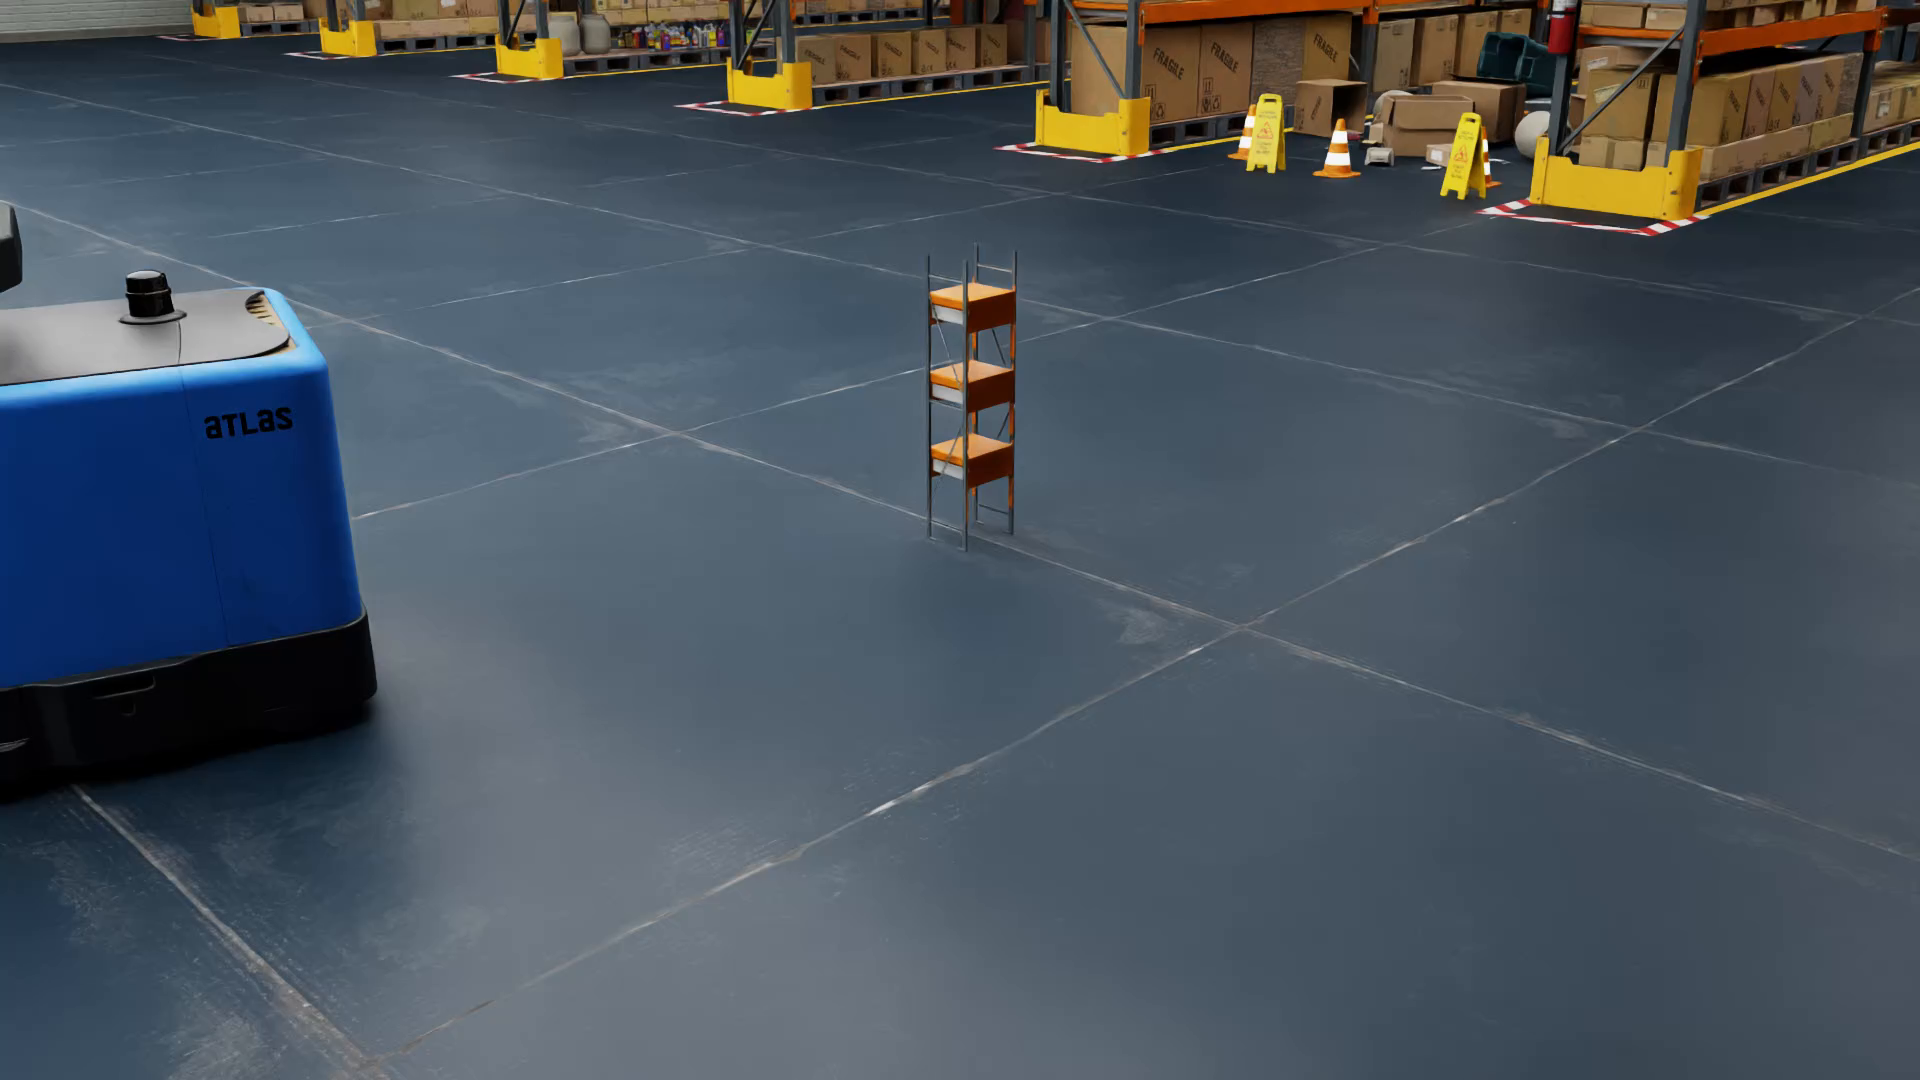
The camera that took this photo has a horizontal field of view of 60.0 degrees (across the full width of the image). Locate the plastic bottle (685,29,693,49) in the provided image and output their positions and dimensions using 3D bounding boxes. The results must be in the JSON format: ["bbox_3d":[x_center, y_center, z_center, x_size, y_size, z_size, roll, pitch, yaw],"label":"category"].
[{"bbox_3d":[-3.841,-7.097,23.549,0.097,0.271,0.097,0,21,0],"label":"plastic bottle"}]

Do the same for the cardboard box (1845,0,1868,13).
[{"bbox_3d":[7.485,-4.578,14.154,0.250,0.149,0.380,-19,28,-41],"label":"cardboard box"}]

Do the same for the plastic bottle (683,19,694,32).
[{"bbox_3d":[-3.981,-7.456,24.372,0.144,0.351,0.185,18,27,38],"label":"plastic bottle"}]

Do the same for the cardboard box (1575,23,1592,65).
[{"bbox_3d":[7.858,-6.438,21.543,0.500,0.500,0.500,20,28,41],"label":"cardboard box"}]

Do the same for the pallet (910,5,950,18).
[{"bbox_3d":[-0.474,-10.811,33.909,1.003,0.211,1.213,19,28,41],"label":"pallet"}]

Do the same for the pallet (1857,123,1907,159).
[{"bbox_3d":[8.202,-3.819,15.716,1.003,0.211,1.213,19,28,41],"label":"pallet"}]

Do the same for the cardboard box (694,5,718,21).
[{"bbox_3d":[-4.647,-9.363,29.501,0.500,0.250,0.500,-19,28,-41],"label":"cardboard box"}]

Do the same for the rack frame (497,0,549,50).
[{"bbox_3d":[-5.779,-7.612,21.697,1.000,3.000,0.127,19,28,41],"label":"rack frame"}]

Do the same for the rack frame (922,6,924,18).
[{"bbox_3d":[-0.954,-11.937,32.950,1.000,3.000,0.127,19,28,41],"label":"rack frame"}]

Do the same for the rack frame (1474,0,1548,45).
[{"bbox_3d":[6.834,-7.161,20.524,1.000,3.000,0.127,19,28,41],"label":"rack frame"}]

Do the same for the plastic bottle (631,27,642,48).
[{"bbox_3d":[-4.617,-7.185,23.771,0.152,0.276,0.135,20,28,41],"label":"plastic bottle"}]

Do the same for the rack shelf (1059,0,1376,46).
[{"bbox_3d":[2.648,-5.283,16.641,1.077,0.370,4.000,19,28,41],"label":"rack shelf"}]

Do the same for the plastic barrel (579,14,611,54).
[{"bbox_3d":[-5.025,-6.963,22.893,0.421,0.512,0.421,0,21,0],"label":"plastic barrel"}]

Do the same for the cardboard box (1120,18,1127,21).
[{"bbox_3d":[2.129,-6.996,22.967,0.500,0.500,0.700,-17,27,-38],"label":"cardboard box"}]

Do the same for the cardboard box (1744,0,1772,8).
[{"bbox_3d":[5.758,-4.263,12.432,0.500,0.500,0.500,-19,28,-40],"label":"cardboard box"}]

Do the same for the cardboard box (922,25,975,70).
[{"bbox_3d":[-0.142,-6.187,20.890,0.500,0.500,0.500,-11,23,-25],"label":"cardboard box"}]

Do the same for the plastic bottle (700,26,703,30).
[{"bbox_3d":[-3.682,-7.226,23.867,0.061,0.283,0.133,19,28,41],"label":"plastic bottle"}]

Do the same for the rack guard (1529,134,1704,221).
[{"bbox_3d":[4.923,-2.744,12.518,1.175,0.500,0.348,19,28,41],"label":"rack guard"}]

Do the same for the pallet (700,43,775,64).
[{"bbox_3d":[-3.487,-7.176,24.450,1.003,0.211,1.213,19,28,41],"label":"pallet"}]

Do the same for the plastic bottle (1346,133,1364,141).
[{"bbox_3d":[3.807,-3.942,16.246,0.283,0.061,0.133,9,23,23],"label":"plastic bottle"}]

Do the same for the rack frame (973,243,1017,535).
[{"bbox_3d":[0.122,-0.535,6.004,0.200,1.050,0.008,19,28,41],"label":"rack frame"}]

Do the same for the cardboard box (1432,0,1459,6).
[{"bbox_3d":[7.907,-9.271,28.389,0.875,0.875,0.875,19,28,41],"label":"cardboard box"}]

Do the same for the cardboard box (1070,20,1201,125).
[{"bbox_3d":[1.678,-4.500,15.977,0.875,0.875,0.875,19,28,41],"label":"cardboard box"}]

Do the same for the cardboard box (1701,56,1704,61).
[{"bbox_3d":[5.813,-3.970,13.522,0.250,0.149,0.380,-19,28,-40],"label":"cardboard box"}]

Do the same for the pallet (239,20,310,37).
[{"bbox_3d":[-12.232,-9.009,29.219,1.003,0.211,1.213,19,28,41],"label":"pallet"}]

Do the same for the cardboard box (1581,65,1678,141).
[{"bbox_3d":[5.242,-3.425,13.008,0.500,0.500,0.500,19,28,41],"label":"cardboard box"}]

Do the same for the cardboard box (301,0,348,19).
[{"bbox_3d":[-11.385,-9.608,29.761,0.700,0.500,0.500,17,27,37],"label":"cardboard box"}]

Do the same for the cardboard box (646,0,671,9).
[{"bbox_3d":[-5.355,-9.359,28.710,0.500,0.311,0.500,18,27,39],"label":"cardboard box"}]

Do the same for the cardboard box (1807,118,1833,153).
[{"bbox_3d":[7.076,-3.474,14.179,0.500,0.250,0.500,18,28,39],"label":"cardboard box"}]

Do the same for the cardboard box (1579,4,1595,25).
[{"bbox_3d":[7.842,-6.787,21.406,0.500,0.250,0.500,19,28,40],"label":"cardboard box"}]

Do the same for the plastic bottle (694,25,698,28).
[{"bbox_3d":[-3.864,-7.400,24.337,0.097,0.271,0.097,0,21,0],"label":"plastic bottle"}]

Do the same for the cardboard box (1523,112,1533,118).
[{"bbox_3d":[5.554,-3.971,16.037,0.258,0.266,0.396,2,21,4],"label":"cardboard box"}]

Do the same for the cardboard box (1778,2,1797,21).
[{"bbox_3d":[6.377,-4.198,13.166,0.380,0.149,0.250,18,28,39],"label":"cardboard box"}]

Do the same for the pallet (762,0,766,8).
[{"bbox_3d":[-4.990,-11.657,36.108,1.003,0.211,1.213,19,28,41],"label":"pallet"}]

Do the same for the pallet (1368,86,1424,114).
[{"bbox_3d":[4.527,-5.048,18.915,1.003,0.211,1.213,19,28,41],"label":"pallet"}]

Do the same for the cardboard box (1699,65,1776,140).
[{"bbox_3d":[6.009,-3.434,13.030,0.500,0.500,0.500,18,27,39],"label":"cardboard box"}]

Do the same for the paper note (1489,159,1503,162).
[{"bbox_3d":[4.803,-3.422,14.952,0.142,0.019,0.148,-10,23,-24],"label":"paper note"}]

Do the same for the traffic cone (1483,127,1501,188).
[{"bbox_3d":[4.246,-3.141,13.601,0.336,0.463,0.334,19,28,41],"label":"traffic cone"}]

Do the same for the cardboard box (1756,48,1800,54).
[{"bbox_3d":[7.055,-4.098,14.758,0.500,0.500,0.500,-18,28,-40],"label":"cardboard box"}]

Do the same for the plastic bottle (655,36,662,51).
[{"bbox_3d":[-4.219,-6.925,23.199,0.097,0.201,0.097,0,21,0],"label":"plastic bottle"}]

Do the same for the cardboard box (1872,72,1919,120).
[{"bbox_3d":[9.007,-4.390,16.391,0.625,0.372,0.950,-19,28,-40],"label":"cardboard box"}]

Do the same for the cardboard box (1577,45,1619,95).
[{"bbox_3d":[6.364,-4.544,16.145,0.500,0.500,0.500,19,28,41],"label":"cardboard box"}]

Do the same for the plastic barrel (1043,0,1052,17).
[{"bbox_3d":[1.706,-9.595,29.197,0.600,0.901,0.708,19,28,41],"label":"plastic barrel"}]

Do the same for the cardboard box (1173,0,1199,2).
[{"bbox_3d":[1.847,-5.428,15.807,0.875,0.550,0.550,19,28,41],"label":"cardboard box"}]

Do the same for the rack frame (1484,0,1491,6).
[{"bbox_3d":[8.931,-10.485,29.172,1.000,3.000,0.127,19,28,41],"label":"rack frame"}]

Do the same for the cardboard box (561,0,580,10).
[{"bbox_3d":[-6.458,-9.231,28.375,0.500,0.311,0.500,19,28,41],"label":"cardboard box"}]

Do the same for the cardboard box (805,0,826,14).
[{"bbox_3d":[-2.861,-10.129,31.117,0.500,0.500,0.500,18,27,39],"label":"cardboard box"}]

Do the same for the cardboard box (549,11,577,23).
[{"bbox_3d":[-6.702,-8.619,27.565,0.500,0.250,0.500,19,28,41],"label":"cardboard box"}]

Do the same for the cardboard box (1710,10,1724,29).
[{"bbox_3d":[5.421,-3.878,12.334,0.250,0.149,0.380,-20,28,-41],"label":"cardboard box"}]

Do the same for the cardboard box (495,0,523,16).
[{"bbox_3d":[-7.405,-8.714,26.767,0.500,0.500,0.500,19,28,41],"label":"cardboard box"}]

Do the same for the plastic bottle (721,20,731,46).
[{"bbox_3d":[-3.365,-7.322,24.021,0.144,0.351,0.185,18,27,38],"label":"plastic bottle"}]

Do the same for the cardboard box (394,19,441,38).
[{"bbox_3d":[-8.446,-7.976,25.893,0.500,0.250,0.500,19,28,41],"label":"cardboard box"}]

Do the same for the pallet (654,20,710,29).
[{"bbox_3d":[-5.198,-9.093,29.438,1.003,0.211,1.213,19,28,41],"label":"pallet"}]

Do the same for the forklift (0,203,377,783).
[{"bbox_3d":[-3.212,-0.761,3.970,3.031,2.935,1.130,-11,23,-26],"label":"forklift"}]

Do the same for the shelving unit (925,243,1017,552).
[{"bbox_3d":[0.037,-0.504,5.922,0.215,1.050,0.252,19,28,41],"label":"shelving unit"}]

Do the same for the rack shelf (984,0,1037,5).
[{"bbox_3d":[1.955,-7.578,22.613,1.077,0.370,4.000,19,28,41],"label":"rack shelf"}]

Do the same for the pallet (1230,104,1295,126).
[{"bbox_3d":[3.457,-4.655,17.892,1.003,0.211,1.213,19,28,41],"label":"pallet"}]

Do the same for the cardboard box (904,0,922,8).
[{"bbox_3d":[-1.093,-10.777,32.803,0.500,0.500,0.500,19,28,40],"label":"cardboard box"}]
